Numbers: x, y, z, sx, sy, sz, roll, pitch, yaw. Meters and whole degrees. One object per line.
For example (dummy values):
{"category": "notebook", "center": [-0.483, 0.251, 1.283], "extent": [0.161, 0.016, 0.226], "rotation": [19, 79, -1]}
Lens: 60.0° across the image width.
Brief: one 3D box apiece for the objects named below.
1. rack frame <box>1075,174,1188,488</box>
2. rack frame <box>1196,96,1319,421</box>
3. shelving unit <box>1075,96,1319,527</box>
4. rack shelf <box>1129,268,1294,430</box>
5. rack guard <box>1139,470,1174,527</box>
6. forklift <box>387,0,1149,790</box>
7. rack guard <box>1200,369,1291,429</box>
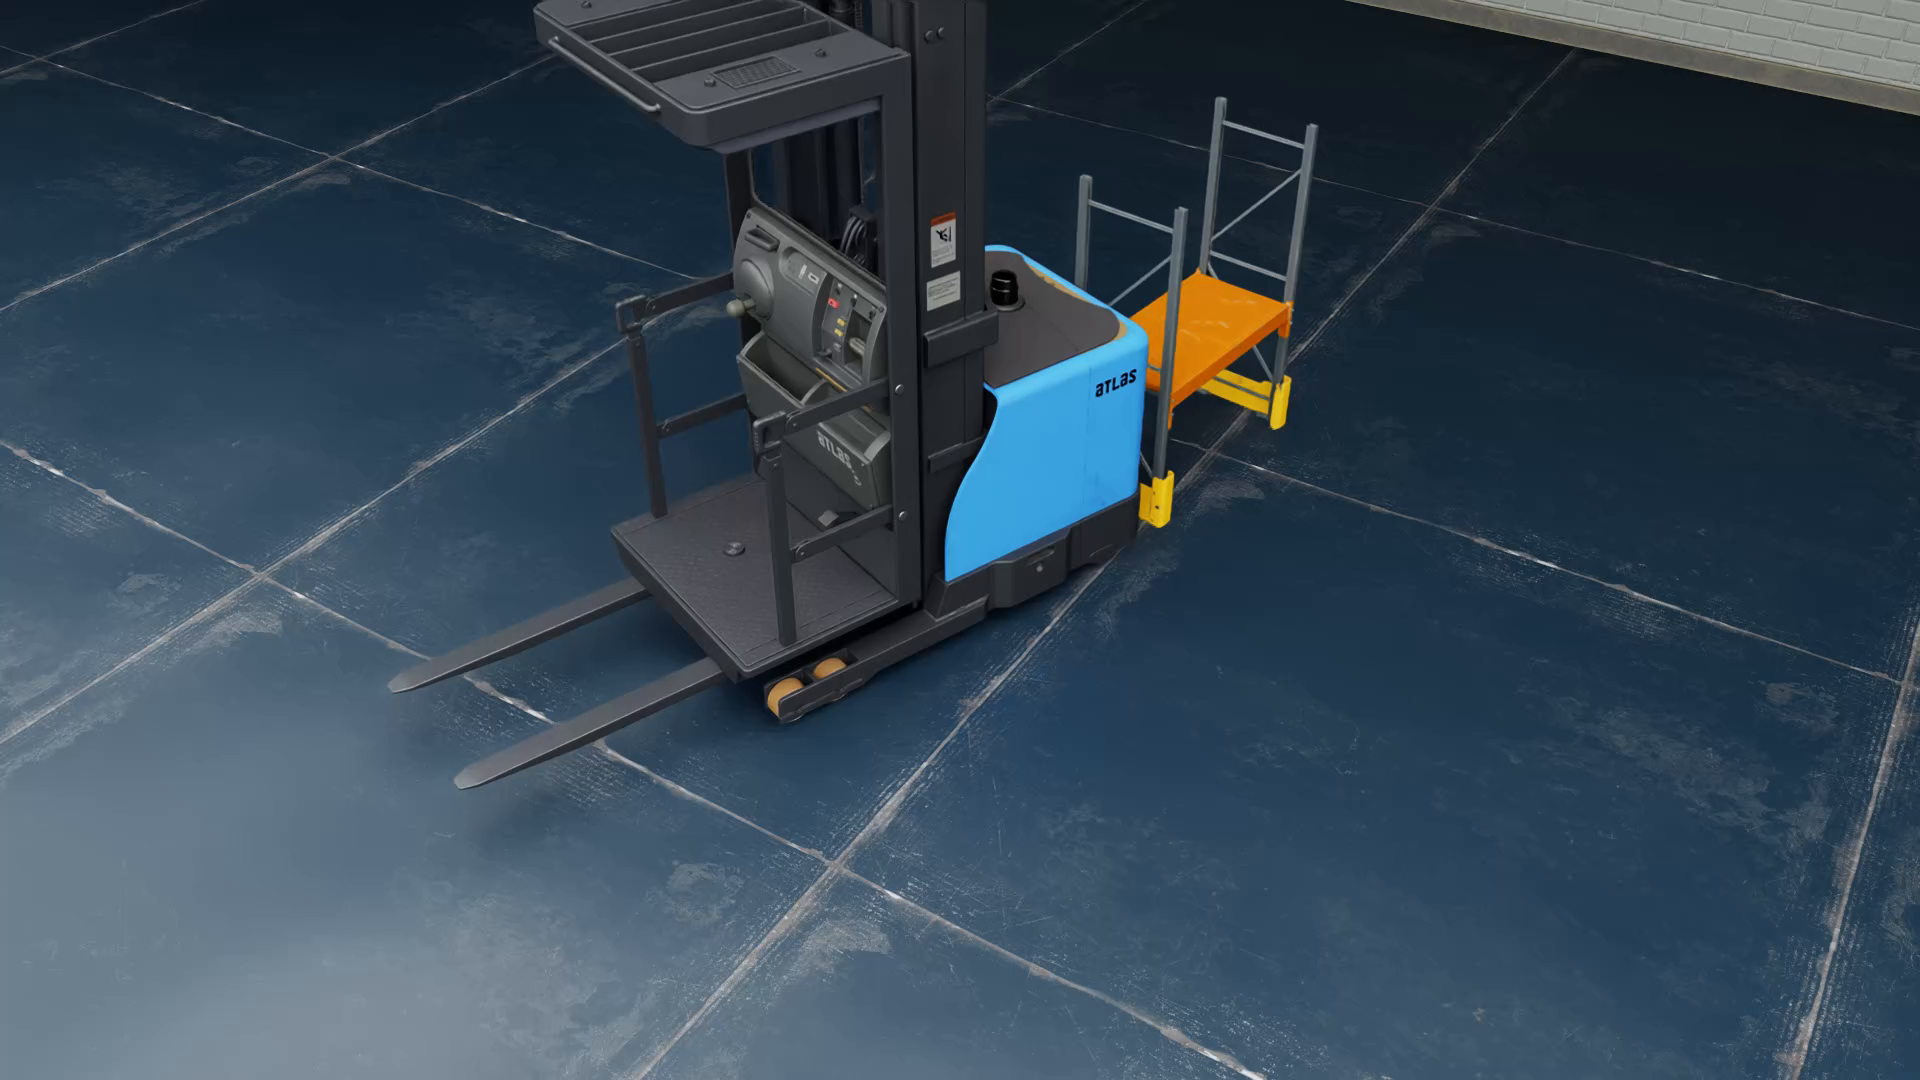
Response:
{"category": "rack frame", "center": [0.684, -0.778, 7.031], "extent": [0.500, 1.500, 0.032], "rotation": [26, 45, 30]}
{"category": "rack frame", "center": [1.326, -1.260, 7.655], "extent": [0.500, 1.500, 0.032], "rotation": [26, 45, 30]}
{"category": "shelving unit", "center": [1.000, -1.015, 7.338], "extent": [0.587, 1.500, 1.083], "rotation": [26, 45, 30]}
{"category": "rack shelf", "center": [1.005, -0.877, 7.453], "extent": [0.538, 0.185, 1.000], "rotation": [26, 45, 30]}
{"category": "rack guard", "center": [0.685, -0.284, 7.414], "extent": [0.587, 0.250, 0.087], "rotation": [26, 45, 30]}
{"category": "forklift", "center": [-0.720, -0.834, 5.931], "extent": [3.031, 2.935, 1.130], "rotation": [-24, 44, -28]}
{"category": "rack guard", "center": [1.314, -0.755, 8.025], "extent": [0.587, 0.250, 0.087], "rotation": [26, 45, 30]}
